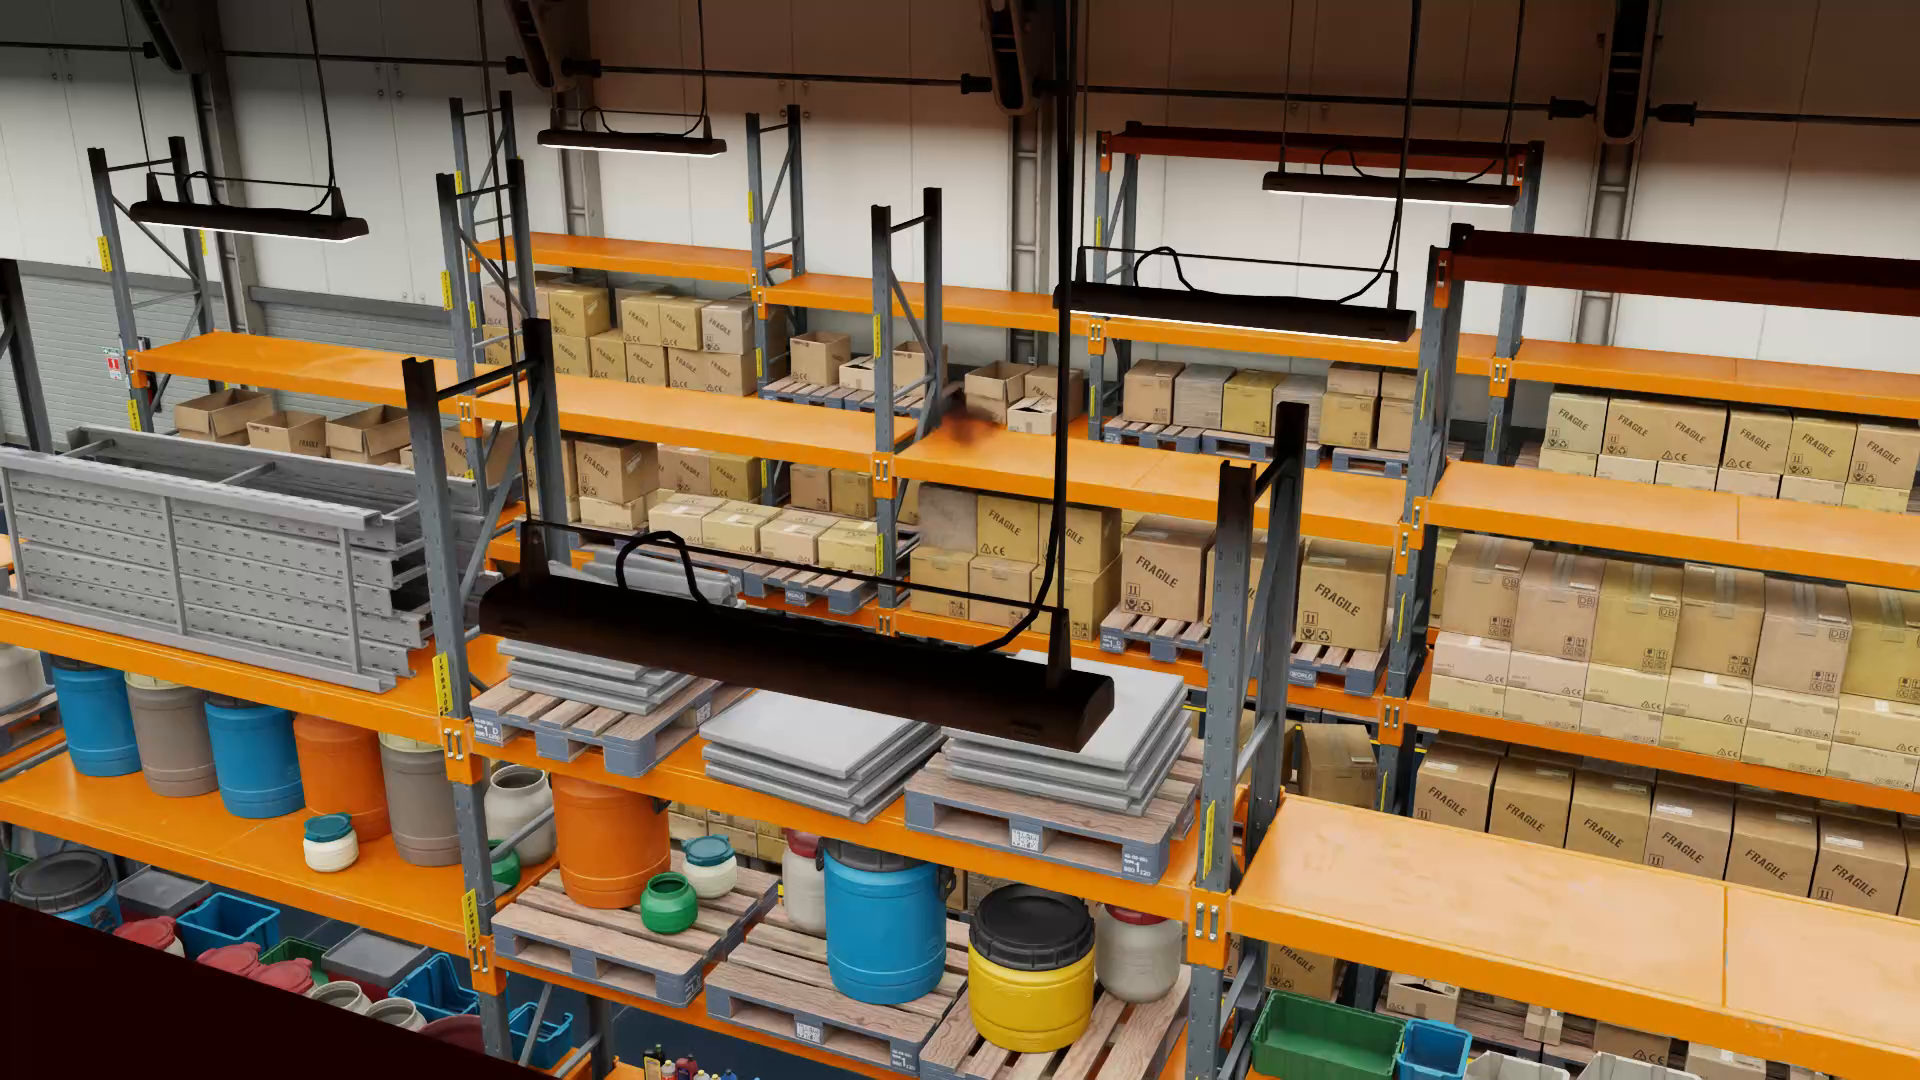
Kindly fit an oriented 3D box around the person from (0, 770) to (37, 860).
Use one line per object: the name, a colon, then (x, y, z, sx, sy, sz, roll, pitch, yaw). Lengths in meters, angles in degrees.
person: (-8.199, 2.267, 14.384, 0.452, 1.615, 0.348, 2, 21, 6)
